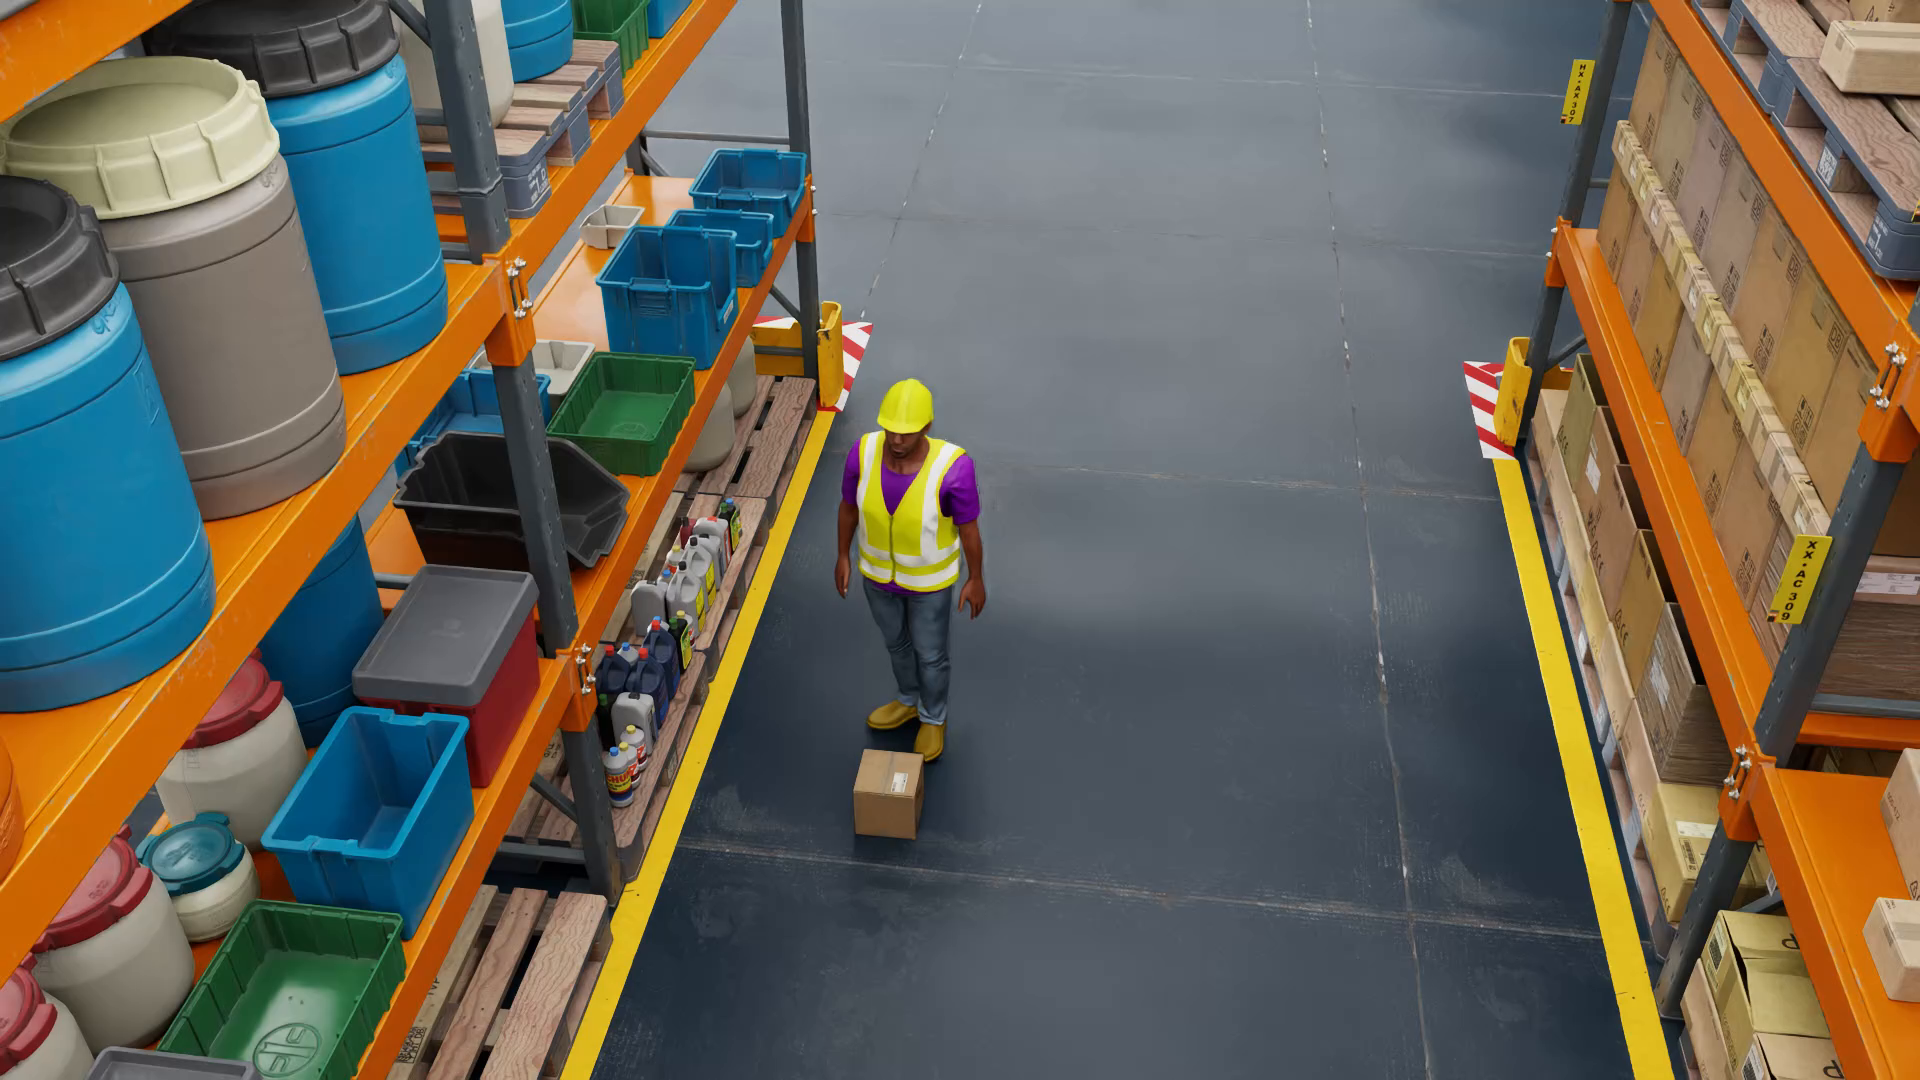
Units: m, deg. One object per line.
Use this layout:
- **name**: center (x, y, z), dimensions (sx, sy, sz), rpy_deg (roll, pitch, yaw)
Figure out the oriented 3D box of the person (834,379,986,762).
- **person**: center (-0.216, 0.126, 6.816), dimensions (0.643, 1.766, 0.377), rpy_deg (14, 38, 18)
